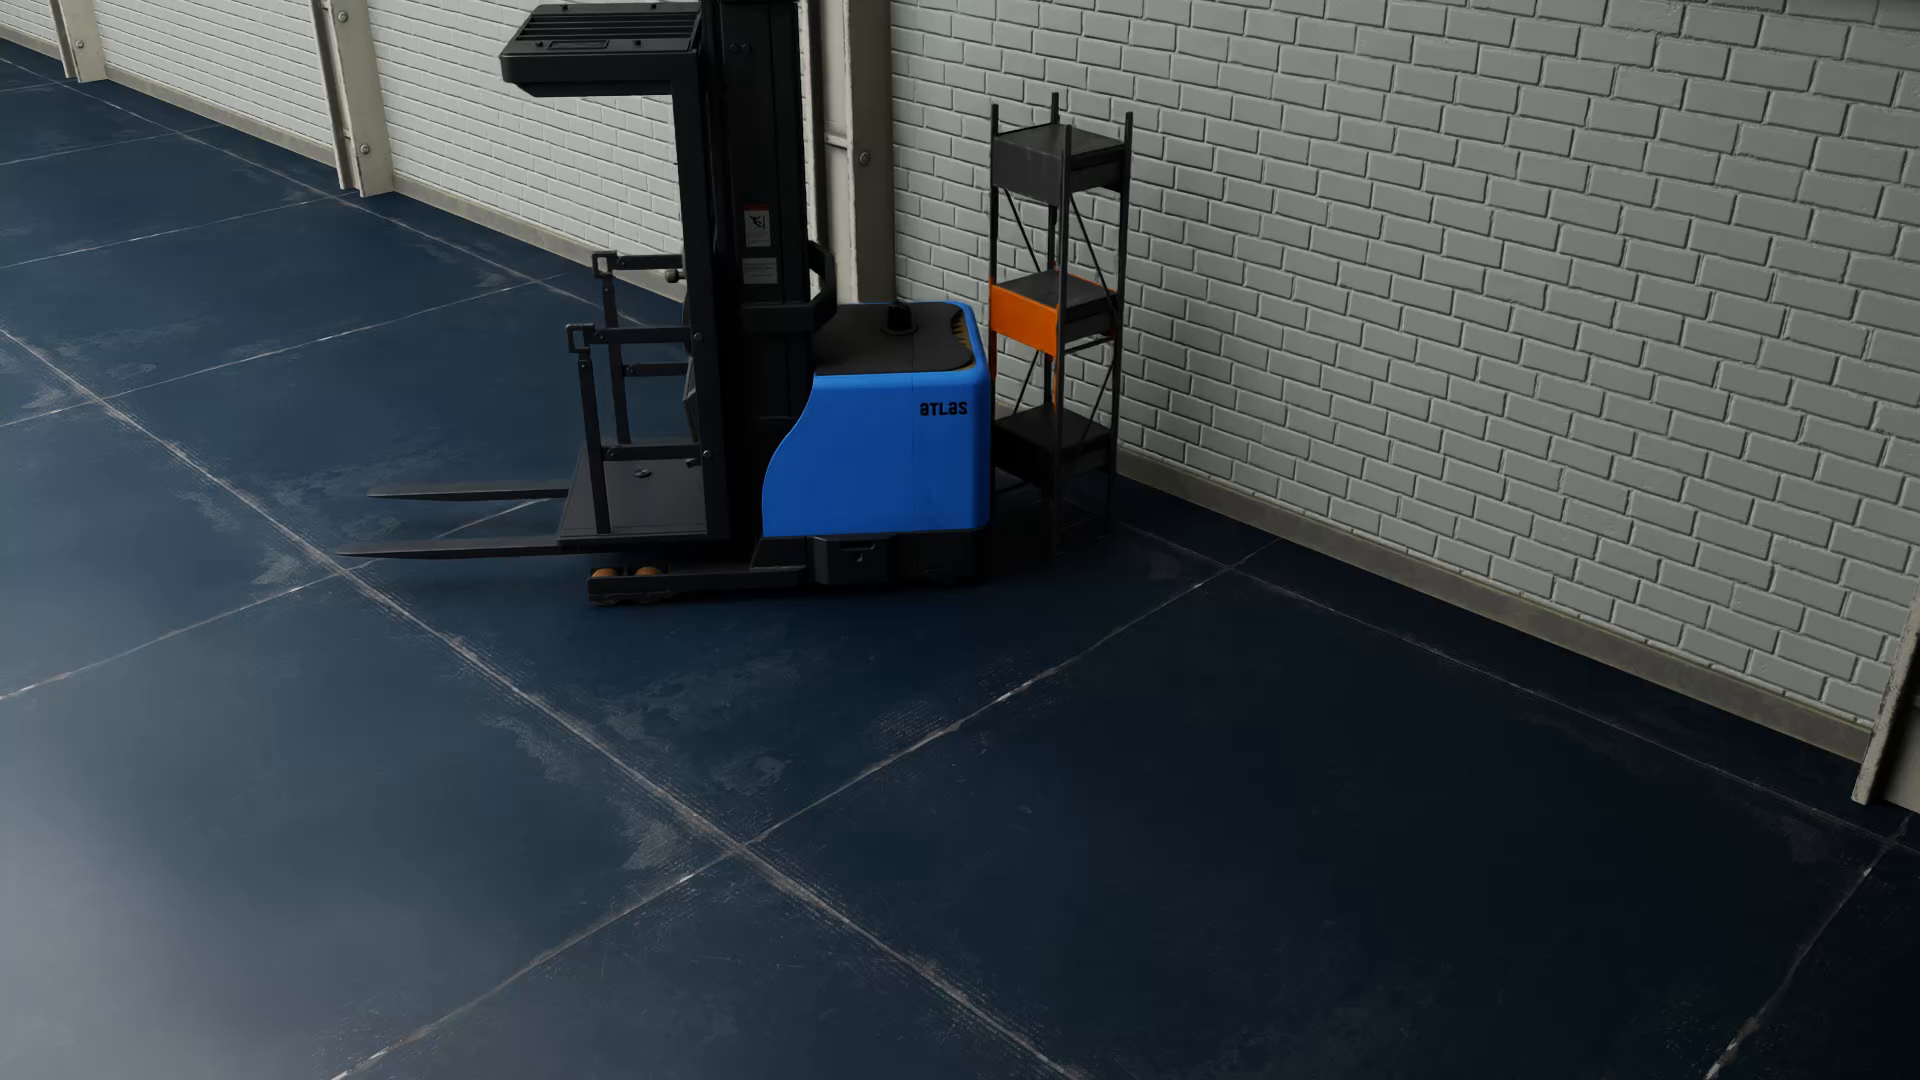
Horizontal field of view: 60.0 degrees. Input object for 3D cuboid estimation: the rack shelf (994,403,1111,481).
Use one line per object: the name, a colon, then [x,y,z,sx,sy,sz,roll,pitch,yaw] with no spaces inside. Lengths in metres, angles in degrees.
rack shelf: [0.450,-0.478,8.142,0.368,0.174,0.457,-21,34,-34]

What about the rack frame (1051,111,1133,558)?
rack frame: [0.603,-0.900,7.706,0.400,2.100,0.015,-21,34,-34]

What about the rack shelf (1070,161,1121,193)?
rack shelf: [0.450,-1.684,7.508,0.332,0.100,0.442,-21,34,-34]

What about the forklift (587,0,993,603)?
forklift: [-1.394,-1.254,7.485,3.031,2.935,1.130,-2,28,-4]

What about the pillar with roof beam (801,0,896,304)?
pillar with roof beam: [-3.639,-3.506,5.249,0.400,9.000,9.100,25,36,38]

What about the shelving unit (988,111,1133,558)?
shelving unit: [0.453,-0.986,7.870,0.431,2.100,0.492,-21,34,-34]

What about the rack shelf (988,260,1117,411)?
rack shelf: [0.450,-0.976,7.880,0.431,0.518,0.480,-21,34,-34]
